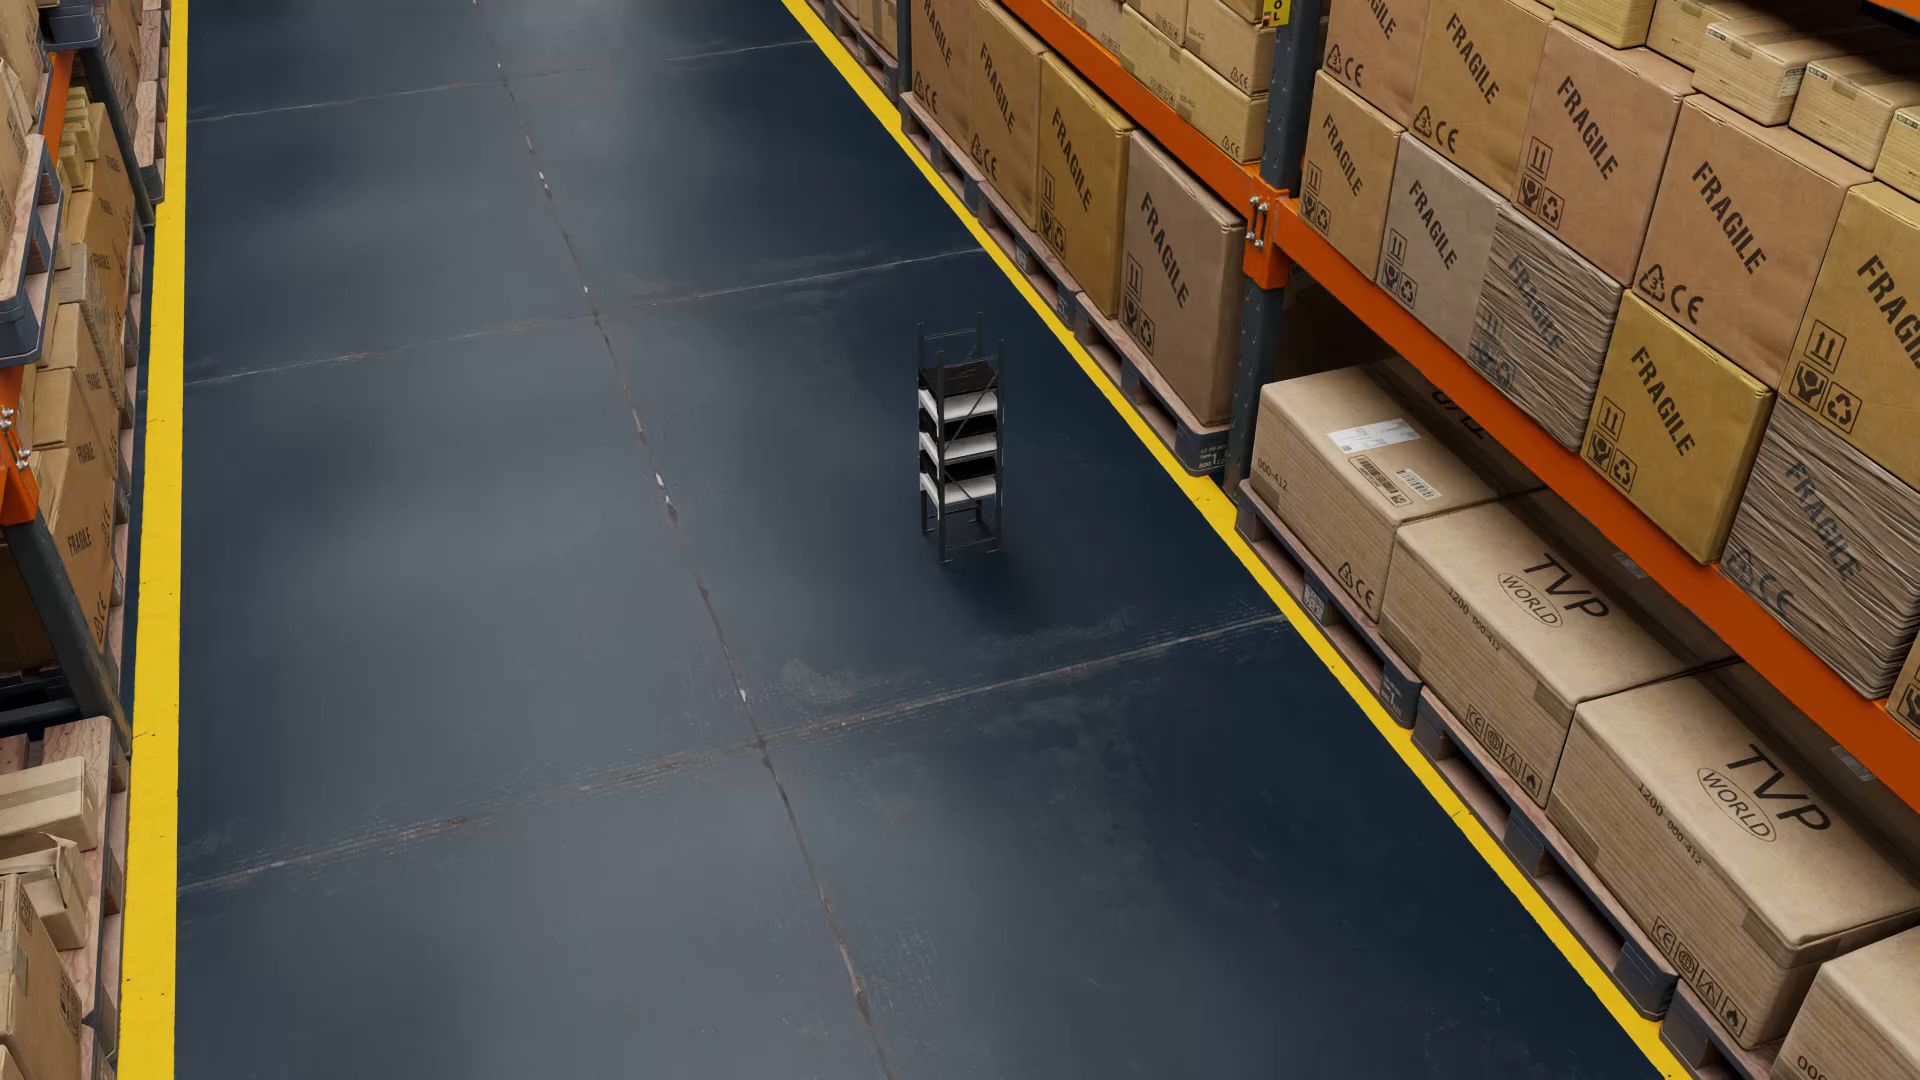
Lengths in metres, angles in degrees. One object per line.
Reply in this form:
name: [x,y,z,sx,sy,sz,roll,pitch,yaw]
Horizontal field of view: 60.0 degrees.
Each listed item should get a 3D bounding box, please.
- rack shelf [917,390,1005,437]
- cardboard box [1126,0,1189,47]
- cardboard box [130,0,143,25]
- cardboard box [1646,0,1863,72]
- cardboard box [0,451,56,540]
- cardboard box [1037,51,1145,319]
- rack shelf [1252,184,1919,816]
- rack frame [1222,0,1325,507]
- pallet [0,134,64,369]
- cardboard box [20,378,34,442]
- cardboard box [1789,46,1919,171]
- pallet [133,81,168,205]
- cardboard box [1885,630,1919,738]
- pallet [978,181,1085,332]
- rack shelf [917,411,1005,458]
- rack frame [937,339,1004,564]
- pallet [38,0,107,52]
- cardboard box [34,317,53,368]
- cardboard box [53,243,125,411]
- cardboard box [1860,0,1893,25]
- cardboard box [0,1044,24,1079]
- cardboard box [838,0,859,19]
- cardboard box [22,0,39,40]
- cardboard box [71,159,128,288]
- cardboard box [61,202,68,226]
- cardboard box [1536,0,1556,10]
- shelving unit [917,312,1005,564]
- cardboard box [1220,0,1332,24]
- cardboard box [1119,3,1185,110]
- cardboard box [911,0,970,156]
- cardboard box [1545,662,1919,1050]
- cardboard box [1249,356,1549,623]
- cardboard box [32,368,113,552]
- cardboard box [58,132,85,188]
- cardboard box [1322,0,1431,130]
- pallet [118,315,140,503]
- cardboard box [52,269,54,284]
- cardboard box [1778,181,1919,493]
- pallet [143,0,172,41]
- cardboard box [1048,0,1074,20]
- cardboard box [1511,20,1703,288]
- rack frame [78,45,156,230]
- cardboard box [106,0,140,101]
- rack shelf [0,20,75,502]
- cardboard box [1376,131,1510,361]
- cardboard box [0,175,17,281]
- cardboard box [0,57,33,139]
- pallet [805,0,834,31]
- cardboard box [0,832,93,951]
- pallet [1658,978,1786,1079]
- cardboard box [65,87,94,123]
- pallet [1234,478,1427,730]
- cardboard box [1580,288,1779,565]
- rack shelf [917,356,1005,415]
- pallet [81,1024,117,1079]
rack shelf: [0.003,-0.472,5.885,0.258,0.077,0.200,-12,39,-16]
cardboard box: [0.956,-2.081,6.229,0.500,0.250,0.500,-12,38,-15]
cardboard box: [-5.447,-3.438,9.946,0.875,0.625,0.625,-13,39,-16]
cardboard box: [1.867,-1.217,3.919,0.380,0.149,0.250,-13,39,-16]
cardboard box: [-3.017,-0.118,5.103,0.380,0.149,0.250,-11,38,-14]
cardboard box: [0.909,-1.623,7.329,0.875,0.875,0.875,-11,38,-15]
rack shelf: [2.204,-0.045,4.414,1.077,0.370,4.000,-12,39,-16]
rack frame: [1.515,-1.462,5.698,1.000,3.000,0.127,-12,39,-16]
pallet: [-3.316,-0.829,5.018,1.003,0.211,1.213,-12,39,-16]
cardboard box: [-3.284,-0.401,5.479,0.380,0.149,0.250,-14,39,-18]
cardboard box: [2.017,-0.924,3.530,0.380,0.149,0.250,-11,38,-14]
pallet: [-4.767,-2.051,8.798,1.003,0.211,1.213,-12,39,-16]
cardboard box: [2.319,0.253,3.337,0.500,0.500,0.500,-13,39,-17]
pallet: [0.756,-1.459,8.011,1.003,0.211,1.213,-12,39,-16]
rack shelf: [0.003,-0.400,5.939,0.258,0.077,0.200,-12,39,-16]
rack frame: [0.038,-0.297,5.897,0.240,0.900,0.006,-12,39,-16]
pallet: [-4.221,-2.247,6.899,1.213,0.211,1.003,-12,39,-16]
cardboard box: [-3.442,-0.702,5.879,0.380,0.149,0.250,-13,39,-16]
cardboard box: [-3.632,-0.797,6.544,0.500,0.500,0.500,-14,39,-18]
cardboard box: [2.301,-1.317,4.052,0.380,0.149,0.250,-13,39,-17]
cardboard box: [-2.235,1.483,3.517,0.500,0.500,0.500,-12,39,-15]
cardboard box: [-0.308,-3.576,10.340,0.950,0.372,0.625,-13,39,-17]
cardboard box: [-3.785,-2.017,6.000,0.797,0.503,0.637,-13,39,-17]
cardboard box: [-4.011,-1.382,7.320,0.500,0.500,0.500,-13,39,-17]
cardboard box: [-3.806,-1.289,6.657,0.380,0.149,0.250,-13,39,-17]
cardboard box: [1.639,-1.498,4.292,0.380,0.149,0.250,-13,39,-16]
shelving unit: [0.003,-0.355,5.973,0.258,0.900,0.210,-12,39,-16]
cardboard box: [1.126,-2.102,5.633,0.500,0.500,0.500,-11,38,-14]
cardboard box: [0.950,-1.891,6.392,0.500,0.250,0.500,-13,39,-17]
cardboard box: [0.299,-2.633,8.670,0.875,0.875,0.875,-13,39,-16]
cardboard box: [2.248,0.786,4.494,0.875,0.438,0.875,-11,38,-15]
cardboard box: [1.631,-0.229,5.842,0.875,0.438,0.875,-13,39,-17]
cardboard box: [-3.292,-0.220,5.778,0.500,0.500,0.500,-13,39,-17]
cardboard box: [-3.940,-1.588,7.054,0.380,0.149,0.250,-14,39,-17]
cardboard box: [1.452,-1.582,4.943,0.500,0.500,0.500,-12,39,-16]
pallet: [-3.883,-0.460,6.686,1.003,0.211,1.213,-12,39,-16]
cardboard box: [-3.646,-0.989,6.260,0.380,0.149,0.250,-12,39,-16]
cardboard box: [2.128,-0.434,3.419,0.500,0.500,0.500,-13,39,-16]
pallet: [-5.607,-3.429,10.627,1.003,0.211,1.213,-12,39,-16]
cardboard box: [0.613,-2.471,7.162,0.500,0.250,0.500,-12,39,-16]
cardboard box: [1.786,-1.004,4.175,0.500,0.500,0.500,-12,39,-15]
rack frame: [-4.520,-2.692,7.330,1.000,3.000,0.127,-12,39,-16]
cardboard box: [-4.954,-2.634,8.878,0.875,0.625,0.625,-11,38,-14]
rack shelf: [-3.832,-1.275,6.047,1.077,0.370,4.000,-12,39,-16]
cardboard box: [1.600,-0.897,4.865,0.500,0.500,0.500,-12,39,-16]
cardboard box: [-3.100,-0.959,4.598,0.700,0.500,0.500,-11,38,-15]
cardboard box: [-3.262,-1.410,5.392,0.396,0.266,0.258,-11,38,-14]
pallet: [-0.545,-3.738,11.036,1.003,0.211,1.213,-12,39,-16]
cardboard box: [-2.553,0.948,4.422,0.396,0.266,0.258,-11,38,-14]
pallet: [2.543,1.476,4.115,1.003,0.211,1.213,-12,39,-16]
cardboard box: [-4.113,-1.894,7.460,0.380,0.149,0.250,-14,39,-18]
pallet: [1.704,0.098,5.945,1.003,0.211,1.213,-12,39,-16]
cardboard box: [1.943,-0.324,4.104,0.500,0.500,0.500,-11,38,-15]
rack shelf: [0.003,-0.544,5.831,0.258,0.077,0.200,-12,39,-16]
pallet: [-2.485,1.760,3.738,1.003,0.211,1.213,-12,39,-16]
